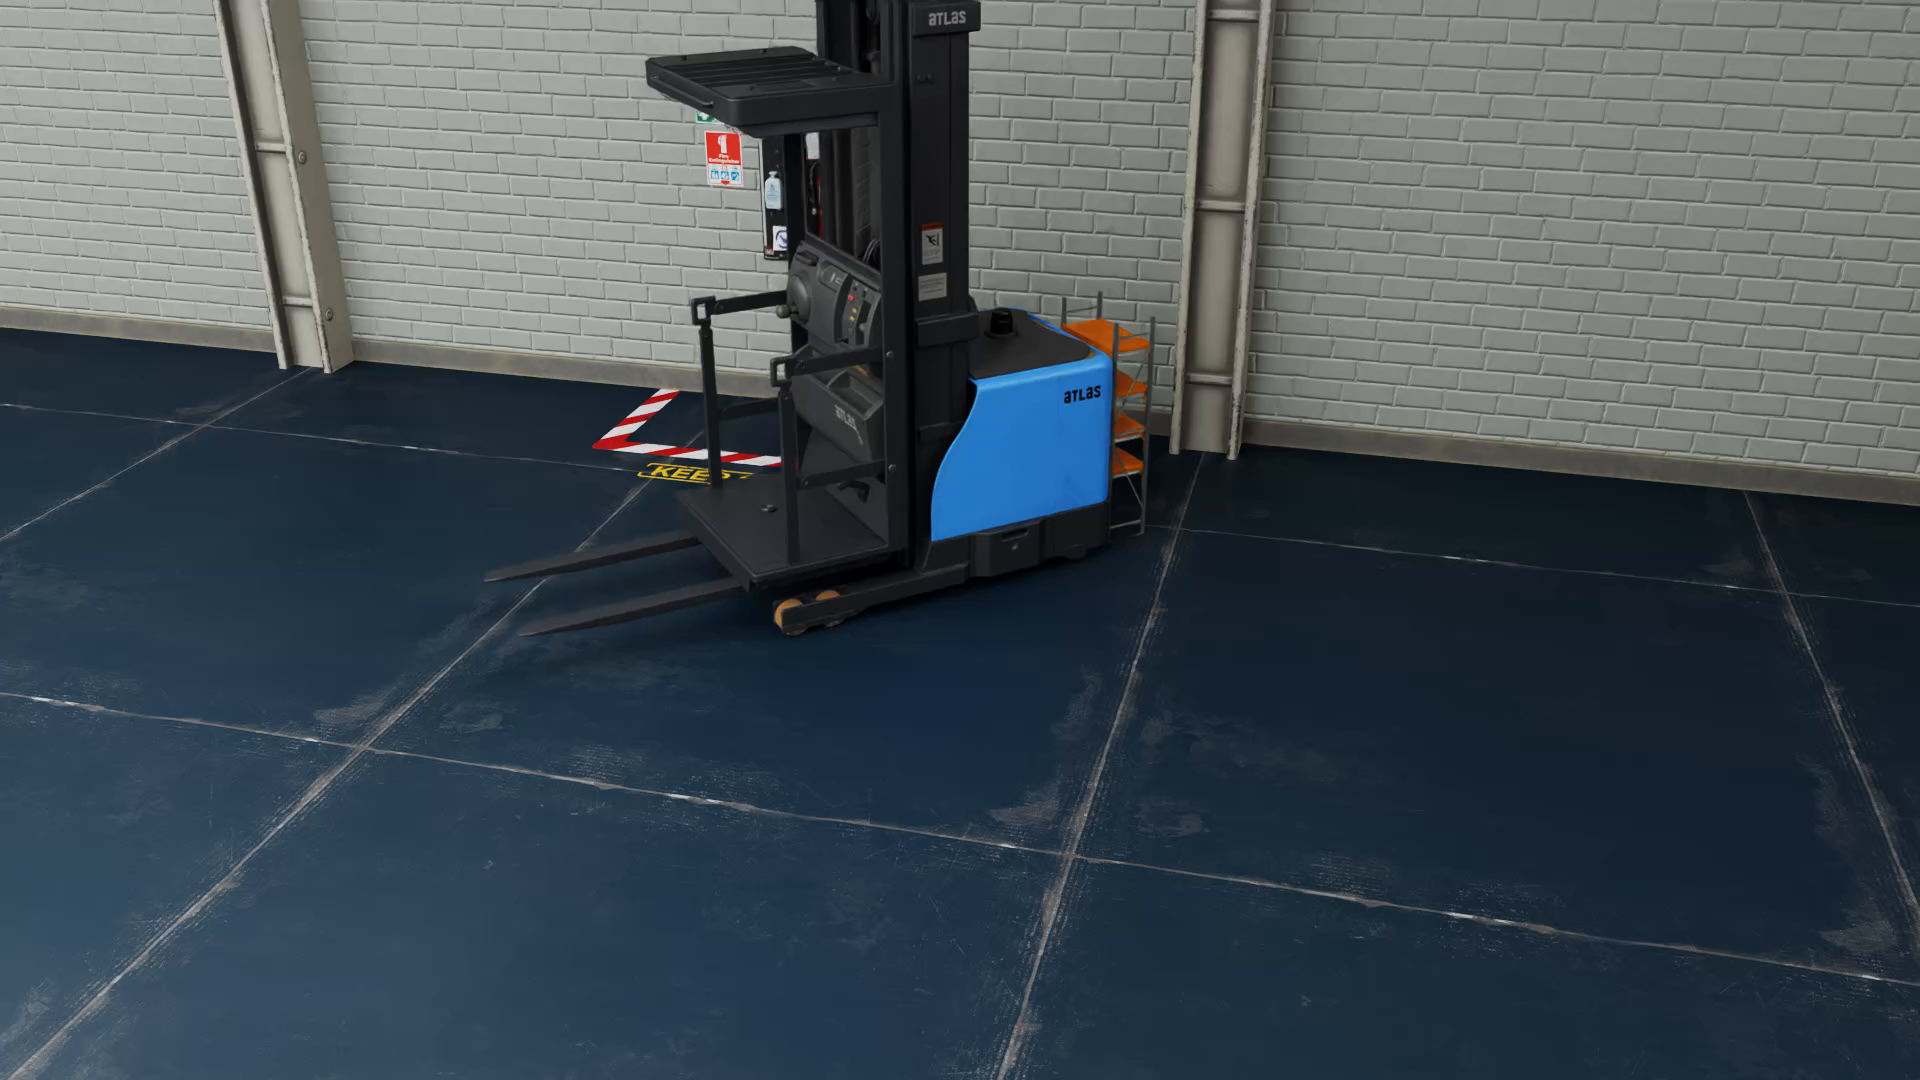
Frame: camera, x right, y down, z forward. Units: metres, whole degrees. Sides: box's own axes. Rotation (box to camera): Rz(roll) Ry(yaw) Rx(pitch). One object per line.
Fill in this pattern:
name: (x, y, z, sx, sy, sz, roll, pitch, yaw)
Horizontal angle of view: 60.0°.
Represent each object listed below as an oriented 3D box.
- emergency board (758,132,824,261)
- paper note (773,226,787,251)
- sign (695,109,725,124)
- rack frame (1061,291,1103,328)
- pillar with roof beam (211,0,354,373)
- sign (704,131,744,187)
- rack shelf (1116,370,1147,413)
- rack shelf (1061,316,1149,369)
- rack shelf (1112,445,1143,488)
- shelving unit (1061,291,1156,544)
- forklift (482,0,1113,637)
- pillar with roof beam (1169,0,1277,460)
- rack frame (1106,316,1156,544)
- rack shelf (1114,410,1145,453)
emergency board: (-0.919, -2.189, 9.858, 0.643, 1.169, 0.194, 6, 26, 13)
paper note: (-1.073, -1.839, 10.148, 0.142, 0.148, 0.016, 6, 26, 13)
sign: (-1.427, -2.542, 9.942, 0.331, 0.109, 0.001, 6, 26, 13)
rack frame: (0.636, -0.735, 8.898, 0.240, 1.200, 0.015, -13, 28, -25)
pillar with roof beam: (-5.418, -3.467, 5.564, 0.400, 9.000, 9.100, 6, 26, 13)
sign: (-1.429, -2.307, 10.065, 0.234, 0.329, 0.001, 6, 26, 13)
rack shelf: (0.752, -0.784, 8.637, 0.258, 0.148, 0.480, -13, 28, -25)
rack shelf: (0.752, -0.998, 8.535, 0.258, 0.148, 0.480, -13, 28, -25)
rack shelf: (0.752, -0.403, 8.818, 0.258, 0.148, 0.480, -13, 28, -25)
shelving unit: (0.752, -0.643, 8.704, 0.258, 1.200, 0.503, -13, 28, -25)
forklift: (-0.774, -1.135, 7.724, 3.031, 2.935, 1.130, -13, 28, -25)
pillar with roof beam: (0.393, -2.825, 4.215, 0.400, 9.000, 9.100, 6, 26, 13)
rack frame: (0.868, -0.550, 8.510, 0.240, 1.200, 0.015, -13, 28, -25)
rack shelf: (0.752, -0.582, 8.733, 0.258, 0.148, 0.480, -13, 28, -25)
